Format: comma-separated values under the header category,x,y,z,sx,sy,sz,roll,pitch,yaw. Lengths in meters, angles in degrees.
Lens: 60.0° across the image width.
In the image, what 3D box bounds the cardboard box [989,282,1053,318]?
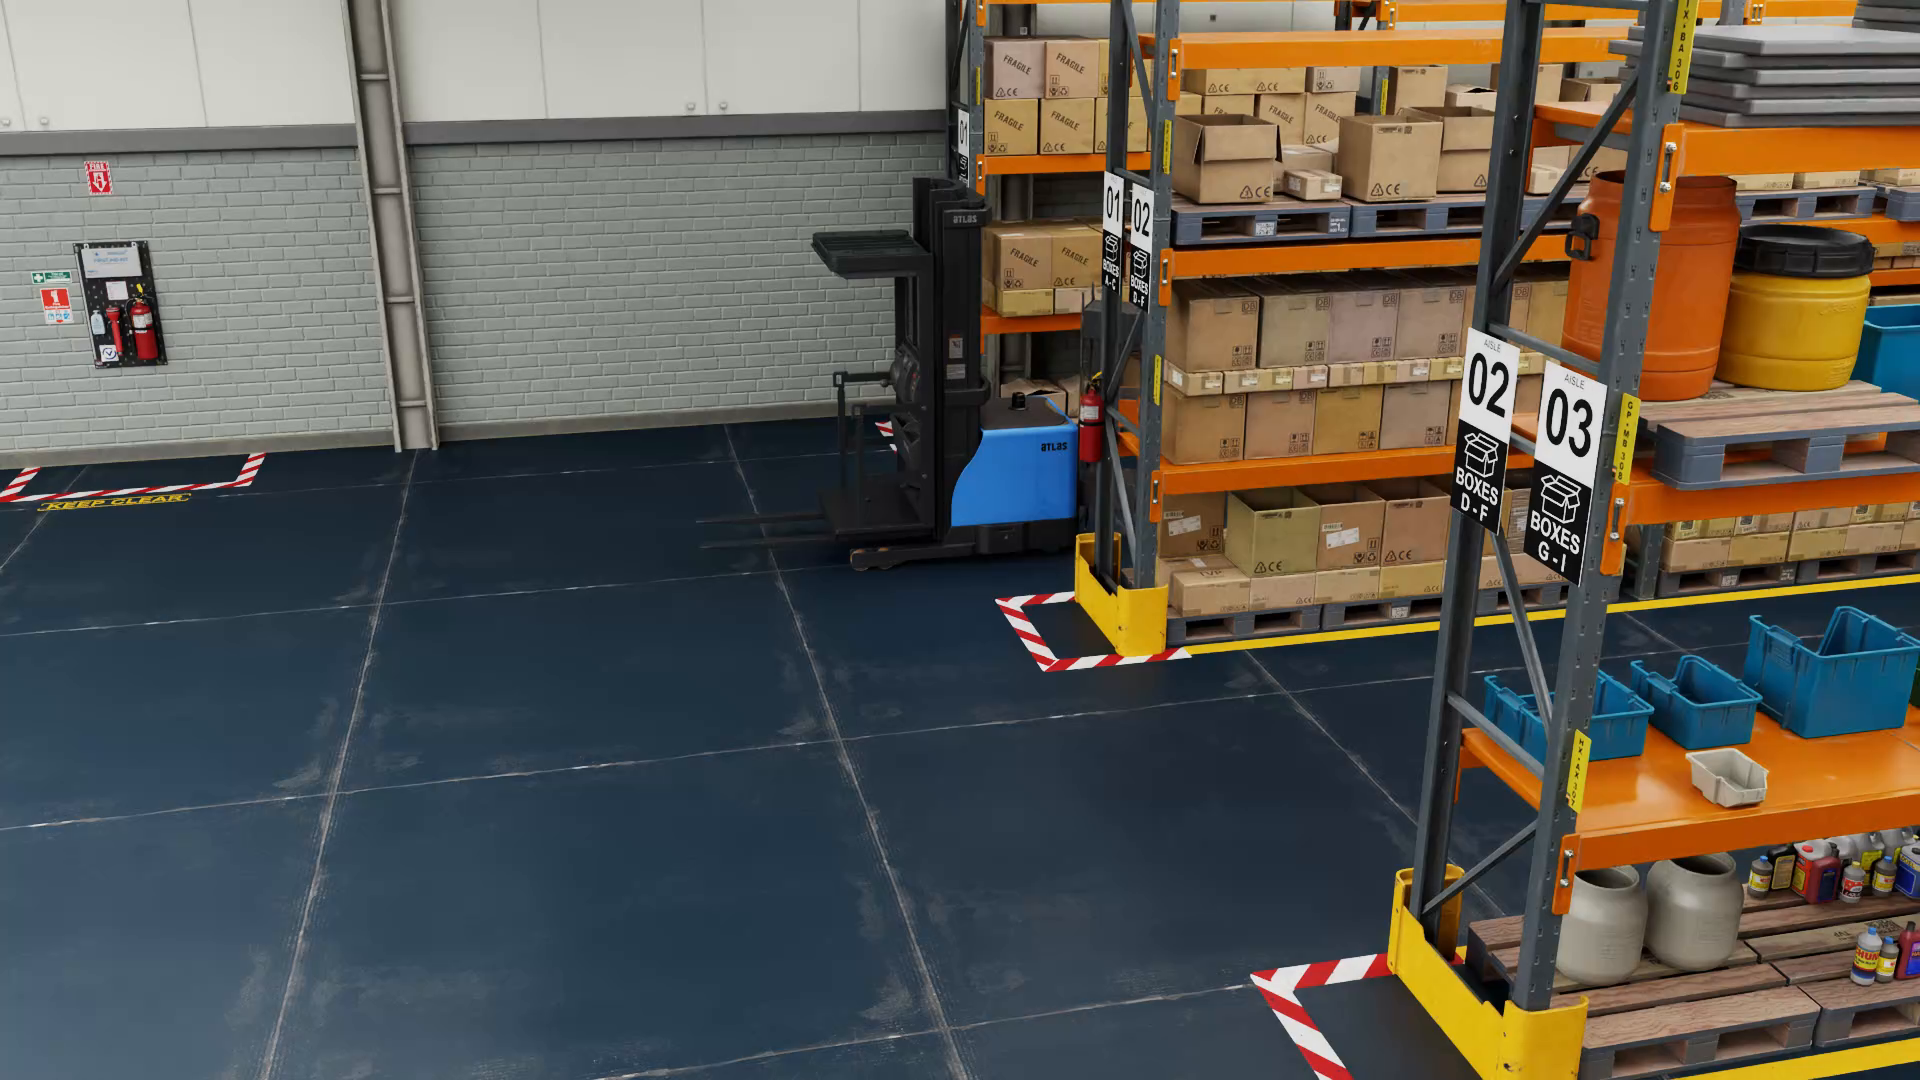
category,x,y,z,sx,sy,sz,roll,pitch,yaw
cardboard box,0.583,-2.328,15.998,0.500,0.250,0.500,-5,21,-14

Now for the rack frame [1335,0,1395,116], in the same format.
category,x,y,z,sx,sy,sz,roll,pitch,yaw
rack frame,3.928,-5.590,15.993,0.127,3.000,1.000,-5,21,-12

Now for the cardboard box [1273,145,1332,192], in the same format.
category,x,y,z,sx,sy,sz,roll,pitch,yaw
cardboard box,2.239,-2.579,11.538,0.500,0.250,0.500,-5,21,-12

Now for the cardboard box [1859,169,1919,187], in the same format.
category,x,y,z,sx,sy,sz,roll,pitch,yaw
cardboard box,6.946,-2.782,12.294,0.500,0.250,0.500,-6,21,-17

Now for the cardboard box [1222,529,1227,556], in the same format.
category,x,y,z,sx,sy,sz,roll,pitch,yaw
cardboard box,2.116,0.110,12.540,0.500,0.250,0.500,-5,21,-12

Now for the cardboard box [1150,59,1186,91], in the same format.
category,x,y,z,sx,sy,sz,roll,pitch,yaw
cardboard box,1.899,-4.628,16.100,0.500,0.500,0.500,-5,21,-13

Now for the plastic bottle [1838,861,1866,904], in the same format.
category,x,y,z,sx,sy,sz,roll,pitch,yaw
plastic bottle,4.435,1.693,8.260,0.097,0.201,0.097,0,20,0

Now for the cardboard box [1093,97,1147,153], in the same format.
category,x,y,z,sx,sy,sz,roll,pitch,yaw
cardboard box,1.453,-3.937,15.667,0.500,0.500,0.500,-4,20,-10

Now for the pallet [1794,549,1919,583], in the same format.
category,x,y,z,sx,sy,sz,roll,pitch,yaw
pallet,6.969,0.025,13.440,1.213,0.211,1.003,-5,21,-12

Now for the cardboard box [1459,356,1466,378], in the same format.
category,x,y,z,sx,sy,sz,roll,pitch,yaw
cardboard box,3.620,-1.274,11.842,0.250,0.149,0.380,-4,21,-11

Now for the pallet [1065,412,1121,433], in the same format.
category,x,y,z,sx,sy,sz,roll,pitch,yaw
pallet,0.908,-1.206,16.800,1.213,0.211,1.003,-5,21,-12

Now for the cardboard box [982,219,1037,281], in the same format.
category,x,y,z,sx,sy,sz,roll,pitch,yaw
cardboard box,0.445,-2.856,16.350,0.500,0.500,0.500,-5,21,-13

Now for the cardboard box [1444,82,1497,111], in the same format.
category,x,y,z,sx,sy,sz,roll,pitch,yaw
cardboard box,5.078,-4.402,16.630,0.500,0.311,0.500,-4,20,-11

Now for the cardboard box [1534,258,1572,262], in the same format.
category,x,y,z,sx,sy,sz,roll,pitch,yaw
cardboard box,6.158,-3.197,17.396,0.500,0.500,0.700,-5,21,-12

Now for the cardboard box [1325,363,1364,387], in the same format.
category,x,y,z,sx,sy,sz,roll,pitch,yaw
cardboard box,2.614,-1.192,11.618,0.250,0.149,0.380,-5,21,-14

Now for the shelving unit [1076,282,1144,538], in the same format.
category,x,y,z,sx,sy,sz,roll,pitch,yaw
shelving unit,1.249,-0.993,13.466,0.503,2.100,0.431,6,21,15

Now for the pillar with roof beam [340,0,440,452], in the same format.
category,x,y,z,sx,sy,sz,roll,pitch,yaw
pillar with roof beam,-4.331,-3.703,10.840,0.400,9.000,9.100,-5,21,-12

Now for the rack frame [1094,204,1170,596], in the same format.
category,x,y,z,sx,sy,sz,roll,pitch,yaw
rack frame,1.179,-0.799,11.634,0.127,3.000,1.000,-5,21,-12

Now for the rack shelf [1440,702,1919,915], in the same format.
category,x,y,z,sx,sy,sz,roll,pitch,yaw
rack shelf,4.261,1.039,7.663,4.000,0.370,1.077,-5,21,-12

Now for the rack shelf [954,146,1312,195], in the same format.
category,x,y,z,sx,sy,sz,roll,pitch,yaw
rack shelf,1.982,-3.686,16.200,4.000,0.370,1.077,-5,21,-12

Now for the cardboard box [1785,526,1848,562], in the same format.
category,x,y,z,sx,sy,sz,roll,pitch,yaw
cardboard box,6.522,-0.052,12.984,0.500,0.250,0.500,-5,21,-14

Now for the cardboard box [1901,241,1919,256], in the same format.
category,x,y,z,sx,sy,sz,roll,pitch,yaw
cardboard box,10.337,-3.401,18.131,0.500,0.500,0.500,-5,21,-12

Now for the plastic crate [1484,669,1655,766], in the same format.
category,x,y,z,sx,sy,sz,roll,pitch,yaw
plastic crate,2.733,0.790,7.515,0.616,0.251,0.499,-5,21,-12

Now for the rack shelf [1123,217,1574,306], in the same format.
category,x,y,z,sx,sy,sz,roll,pitch,yaw
rack shelf,3.125,-2.028,11.674,4.000,0.370,1.077,-5,21,-12

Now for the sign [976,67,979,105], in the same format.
category,x,y,z,sx,sy,sz,roll,pitch,yaw
sign,0.160,-4.094,14.998,0.005,0.325,0.100,-5,21,-12

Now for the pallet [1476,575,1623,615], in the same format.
category,x,y,z,sx,sy,sz,roll,pitch,yaw
pallet,4.288,0.243,12.845,1.213,0.211,1.003,-5,21,-12

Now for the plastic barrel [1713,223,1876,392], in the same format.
category,x,y,z,sx,sy,sz,roll,pitch,yaw
plastic barrel,3.395,-0.967,6.849,0.600,0.588,0.600,0,20,0

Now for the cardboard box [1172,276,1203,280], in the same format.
category,x,y,z,sx,sy,sz,roll,pitch,yaw
cardboard box,2.056,-2.804,16.208,0.500,0.500,0.500,-4,20,-11

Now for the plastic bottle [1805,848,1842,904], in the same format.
category,x,y,z,sx,sy,sz,roll,pitch,yaw
plastic bottle,4.278,1.661,8.229,0.133,0.283,0.061,-5,21,-12

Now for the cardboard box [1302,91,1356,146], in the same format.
category,x,y,z,sx,sy,sz,roll,pitch,yaw
cardboard box,3.491,-4.115,16.152,0.500,0.500,0.500,-4,21,-11

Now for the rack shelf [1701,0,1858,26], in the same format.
category,x,y,z,sx,sy,sz,roll,pitch,yaw
rack shelf,9.767,-5.540,17.482,4.000,0.370,1.077,-5,21,-12

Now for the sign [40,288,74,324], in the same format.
category,x,y,z,sx,sy,sz,roll,pitch,yaw
sign,-8.297,-2.151,15.275,0.234,0.329,0.001,-5,21,-12

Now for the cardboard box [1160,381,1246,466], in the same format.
category,x,y,z,sx,sy,sz,roll,pitch,yaw
cardboard box,1.636,-0.878,11.706,0.500,0.500,0.700,-5,21,-12

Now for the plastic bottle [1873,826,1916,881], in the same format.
category,x,y,z,sx,sy,sz,roll,pitch,yaw
plastic bottle,4.729,1.554,8.424,0.185,0.351,0.144,-5,21,-13

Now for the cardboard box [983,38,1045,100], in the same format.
category,x,y,z,sx,sy,sz,roll,pitch,yaw
cardboard box,0.466,-4.340,15.313,0.500,0.500,0.500,-6,21,-16

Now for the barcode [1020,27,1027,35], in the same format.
category,x,y,z,sx,sy,sz,roll,pitch,yaw
barcode,0.611,-4.887,15.962,0.075,0.075,0.001,-5,21,-12

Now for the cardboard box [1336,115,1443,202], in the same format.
category,x,y,z,sx,sy,sz,roll,pitch,yaw
cardboard box,2.858,-2.557,11.114,0.500,0.500,0.500,-5,21,-12

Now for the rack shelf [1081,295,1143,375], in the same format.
category,x,y,z,sx,sy,sz,roll,pitch,yaw
rack shelf,1.249,-1.636,13.225,0.480,0.518,0.431,6,21,15

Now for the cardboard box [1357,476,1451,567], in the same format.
category,x,y,z,sx,sy,sz,roll,pitch,yaw
cardboard box,3.212,-0.143,12.140,0.500,0.500,0.500,-5,21,-12

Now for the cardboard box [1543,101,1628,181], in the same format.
category,x,y,z,sx,sy,sz,roll,pitch,yaw
cardboard box,4.521,-2.882,12.001,0.500,0.500,0.500,-3,20,-8

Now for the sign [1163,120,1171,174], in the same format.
category,x,y,z,sx,sy,sz,roll,pitch,yaw
sign,1.301,-2.469,10.446,0.005,0.325,0.100,-5,21,-12

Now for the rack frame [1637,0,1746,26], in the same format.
category,x,y,z,sx,sy,sz,roll,pitch,yaw
rack frame,5.071,-3.932,11.467,0.127,3.000,1.000,-5,21,-12

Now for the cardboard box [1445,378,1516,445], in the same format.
category,x,y,z,sx,sy,sz,roll,pitch,yaw
cardboard box,3.640,-1.043,12.155,0.500,0.500,0.700,-4,21,-12

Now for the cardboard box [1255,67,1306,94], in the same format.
category,x,y,z,sx,sy,sz,roll,pitch,yaw
cardboard box,2.969,-4.530,15.831,0.500,0.500,0.500,-4,20,-10

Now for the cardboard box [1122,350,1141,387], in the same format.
category,x,y,z,sx,sy,sz,roll,pitch,yaw
cardboard box,2.009,-1.601,16.818,0.500,0.500,0.700,-6,21,-16

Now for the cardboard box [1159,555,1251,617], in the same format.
category,x,y,z,sx,sy,sz,roll,pitch,yaw
cardboard box,1.752,0.327,11.948,0.500,0.250,0.500,-5,21,-12

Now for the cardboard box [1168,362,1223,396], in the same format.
category,x,y,z,sx,sy,sz,roll,pitch,yaw
cardboard box,1.610,-1.109,11.394,0.250,0.149,0.380,-5,21,-13

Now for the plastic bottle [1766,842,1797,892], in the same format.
category,x,y,z,sx,sy,sz,roll,pitch,yaw
plastic bottle,4.111,1.621,8.338,0.133,0.283,0.061,-4,21,-11

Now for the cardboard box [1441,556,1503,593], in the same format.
category,x,y,z,sx,sy,sz,roll,pitch,yaw
cardboard box,3.698,0.169,12.379,0.500,0.250,0.500,-5,21,-12

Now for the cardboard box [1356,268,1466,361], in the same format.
category,x,y,z,sx,sy,sz,roll,pitch,yaw
cardboard box,3.176,-1.615,11.831,0.500,0.500,0.700,-5,21,-12

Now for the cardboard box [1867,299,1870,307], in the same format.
category,x,y,z,sx,sy,sz,roll,pitch,yaw
cardboard box,9.420,-2.359,18.409,0.750,0.750,0.750,-5,21,-13

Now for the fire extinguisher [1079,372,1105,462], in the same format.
category,x,y,z,sx,sy,sz,roll,pitch,yaw
fire extinguisher,0.957,-0.909,12.047,0.183,0.674,0.296,-5,21,-12

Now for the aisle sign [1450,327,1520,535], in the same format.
category,x,y,z,sx,sy,sz,roll,pitch,yaw
aisle sign,2.177,-0.455,6.916,0.004,0.787,0.394,-5,21,-12

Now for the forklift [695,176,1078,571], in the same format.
category,x,y,z,sx,sy,sz,roll,pitch,yaw
forklift,-0.616,-1.331,13.186,3.031,2.935,1.130,-4,21,-11

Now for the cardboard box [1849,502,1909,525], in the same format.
category,x,y,z,sx,sy,sz,roll,pitch,yaw
cardboard box,7.027,-0.356,12.998,0.500,0.311,0.500,-4,21,-11
